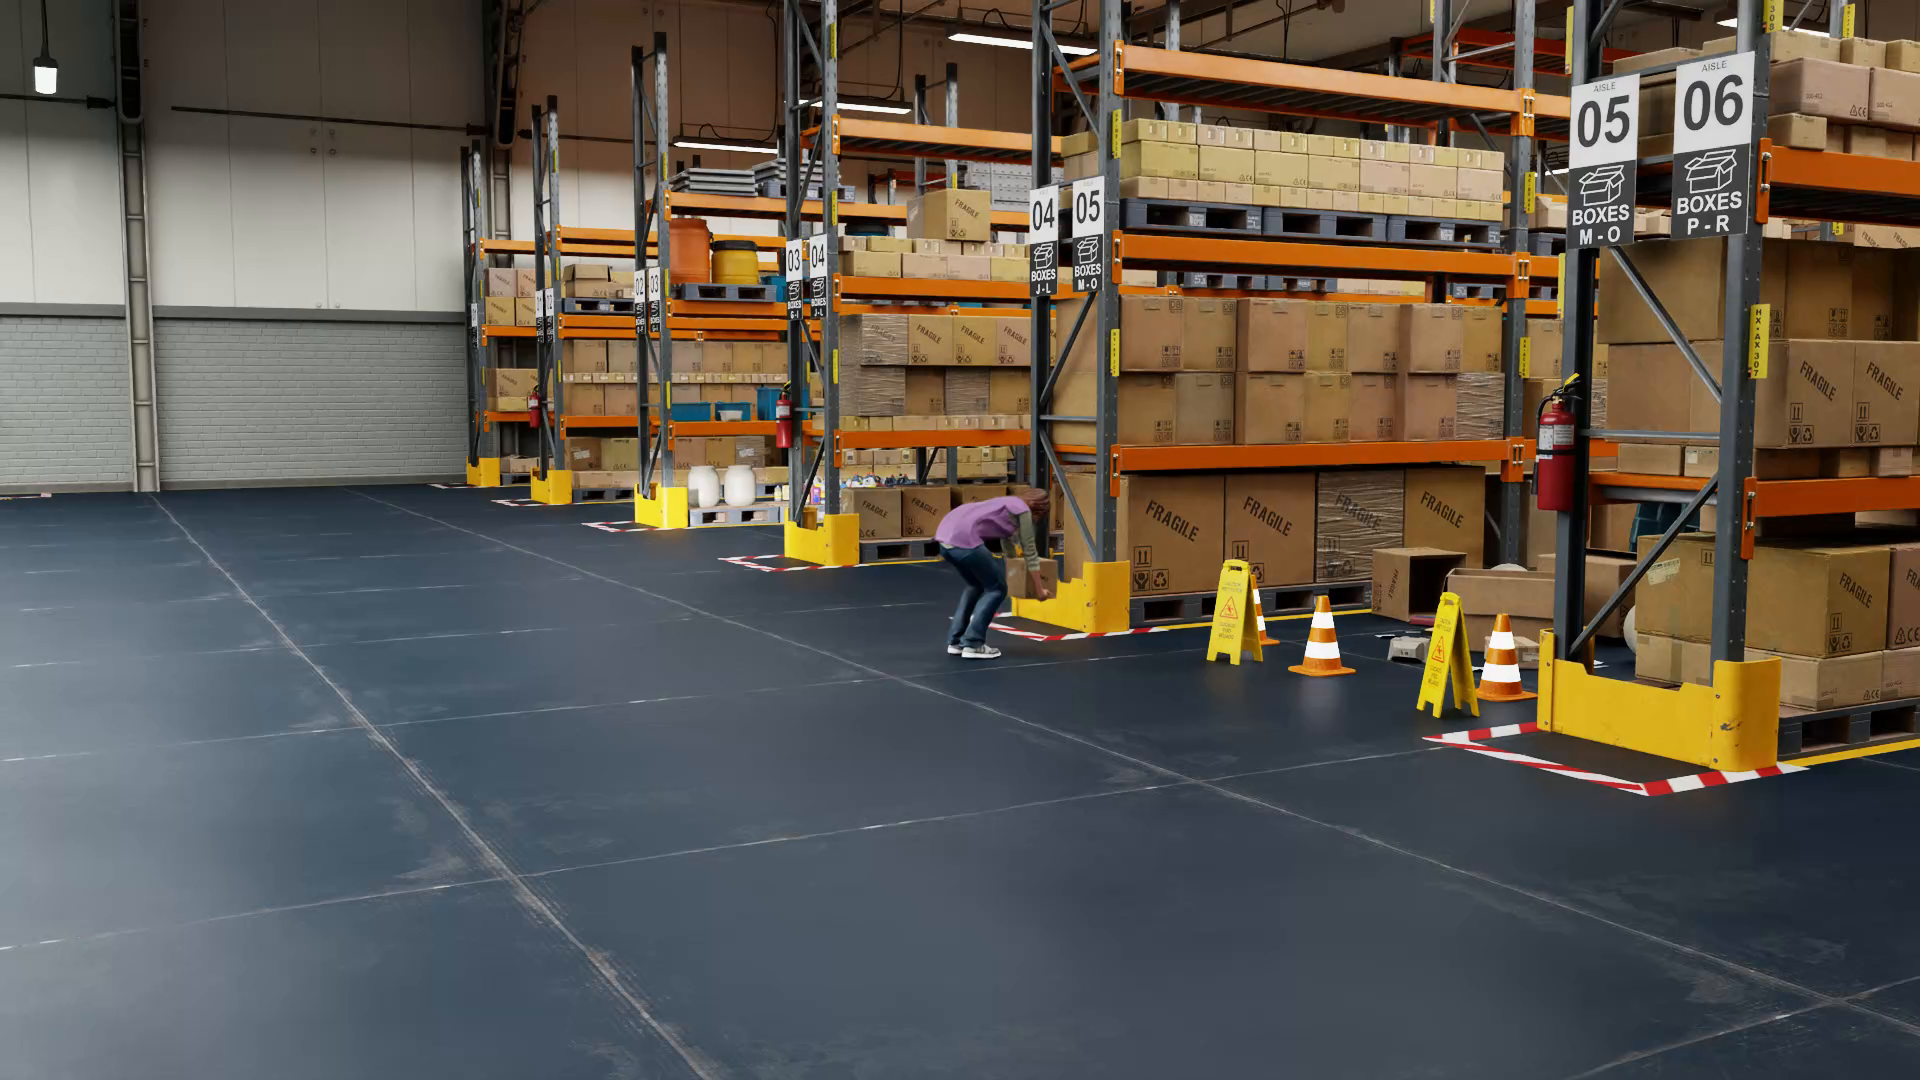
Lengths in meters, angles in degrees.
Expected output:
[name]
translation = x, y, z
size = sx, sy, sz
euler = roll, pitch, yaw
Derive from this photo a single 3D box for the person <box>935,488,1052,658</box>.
[person]
translation = 0.235, 0.209, 10.799
size = 0.850, 1.078, 0.408
euler = -3, 6, -31
